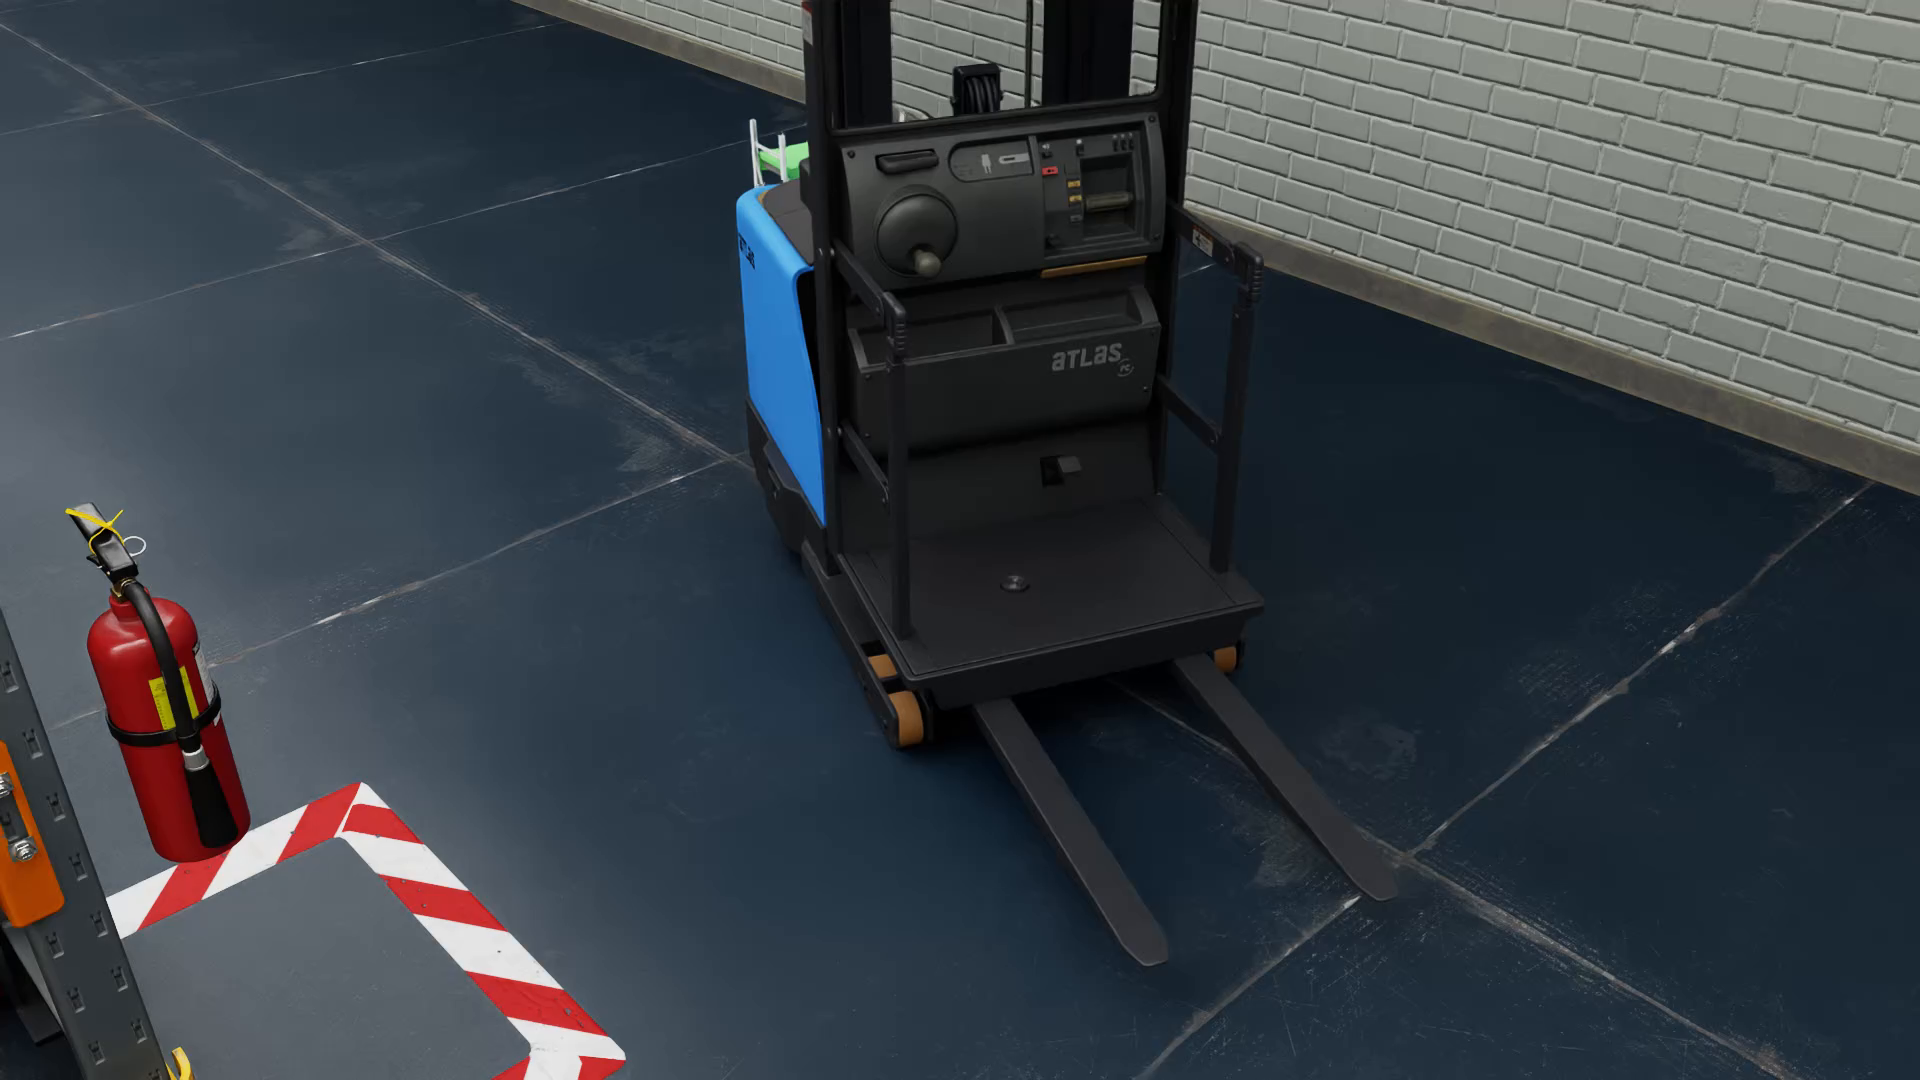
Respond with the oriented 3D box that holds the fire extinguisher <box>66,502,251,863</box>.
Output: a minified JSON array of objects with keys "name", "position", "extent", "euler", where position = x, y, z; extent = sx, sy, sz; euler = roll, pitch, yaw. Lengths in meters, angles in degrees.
[{"name":"fire extinguisher","position":[-1.396,0.254,2.891],"extent":[0.183,0.674,0.296],"euler":[-26,40,-35]}]

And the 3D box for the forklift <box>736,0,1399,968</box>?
[{"name":"forklift","position":[0.209,-0.898,4.409],"extent":[1.130,2.935,3.031],"euler":[-11,33,-17]}]

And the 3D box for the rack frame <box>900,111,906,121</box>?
[{"name":"rack frame","position":[-0.257,-1.059,6.327],"extent":[0.015,1.200,0.240],"euler":[-19,35,-28]}]

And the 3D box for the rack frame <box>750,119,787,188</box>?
[{"name":"rack frame","position":[-0.666,-0.920,6.100],"extent":[0.015,1.200,0.240],"euler":[-19,35,-28]}]

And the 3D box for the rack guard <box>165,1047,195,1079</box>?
[{"name":"rack guard","position":[-1.950,1.068,3.524],"extent":[0.348,0.500,1.175],"euler":[-26,40,-35]}]

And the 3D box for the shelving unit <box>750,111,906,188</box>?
[{"name":"shelving unit","position":[-0.462,-0.990,6.213],"extent":[0.503,1.200,0.258],"euler":[-19,35,-28]}]

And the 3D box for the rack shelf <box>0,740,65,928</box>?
[{"name":"rack shelf","position":[-3.361,0.991,1.943],"extent":[4.000,0.370,1.077],"euler":[-26,40,-35]}]

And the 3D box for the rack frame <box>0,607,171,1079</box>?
[{"name":"rack frame","position":[-1.894,-0.025,2.916],"extent":[0.127,3.000,1.000],"euler":[-26,40,-35]}]

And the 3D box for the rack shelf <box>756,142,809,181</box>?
[{"name":"rack shelf","position":[-0.466,-1.349,6.002],"extent":[0.480,0.148,0.258],"euler":[-19,35,-28]}]
